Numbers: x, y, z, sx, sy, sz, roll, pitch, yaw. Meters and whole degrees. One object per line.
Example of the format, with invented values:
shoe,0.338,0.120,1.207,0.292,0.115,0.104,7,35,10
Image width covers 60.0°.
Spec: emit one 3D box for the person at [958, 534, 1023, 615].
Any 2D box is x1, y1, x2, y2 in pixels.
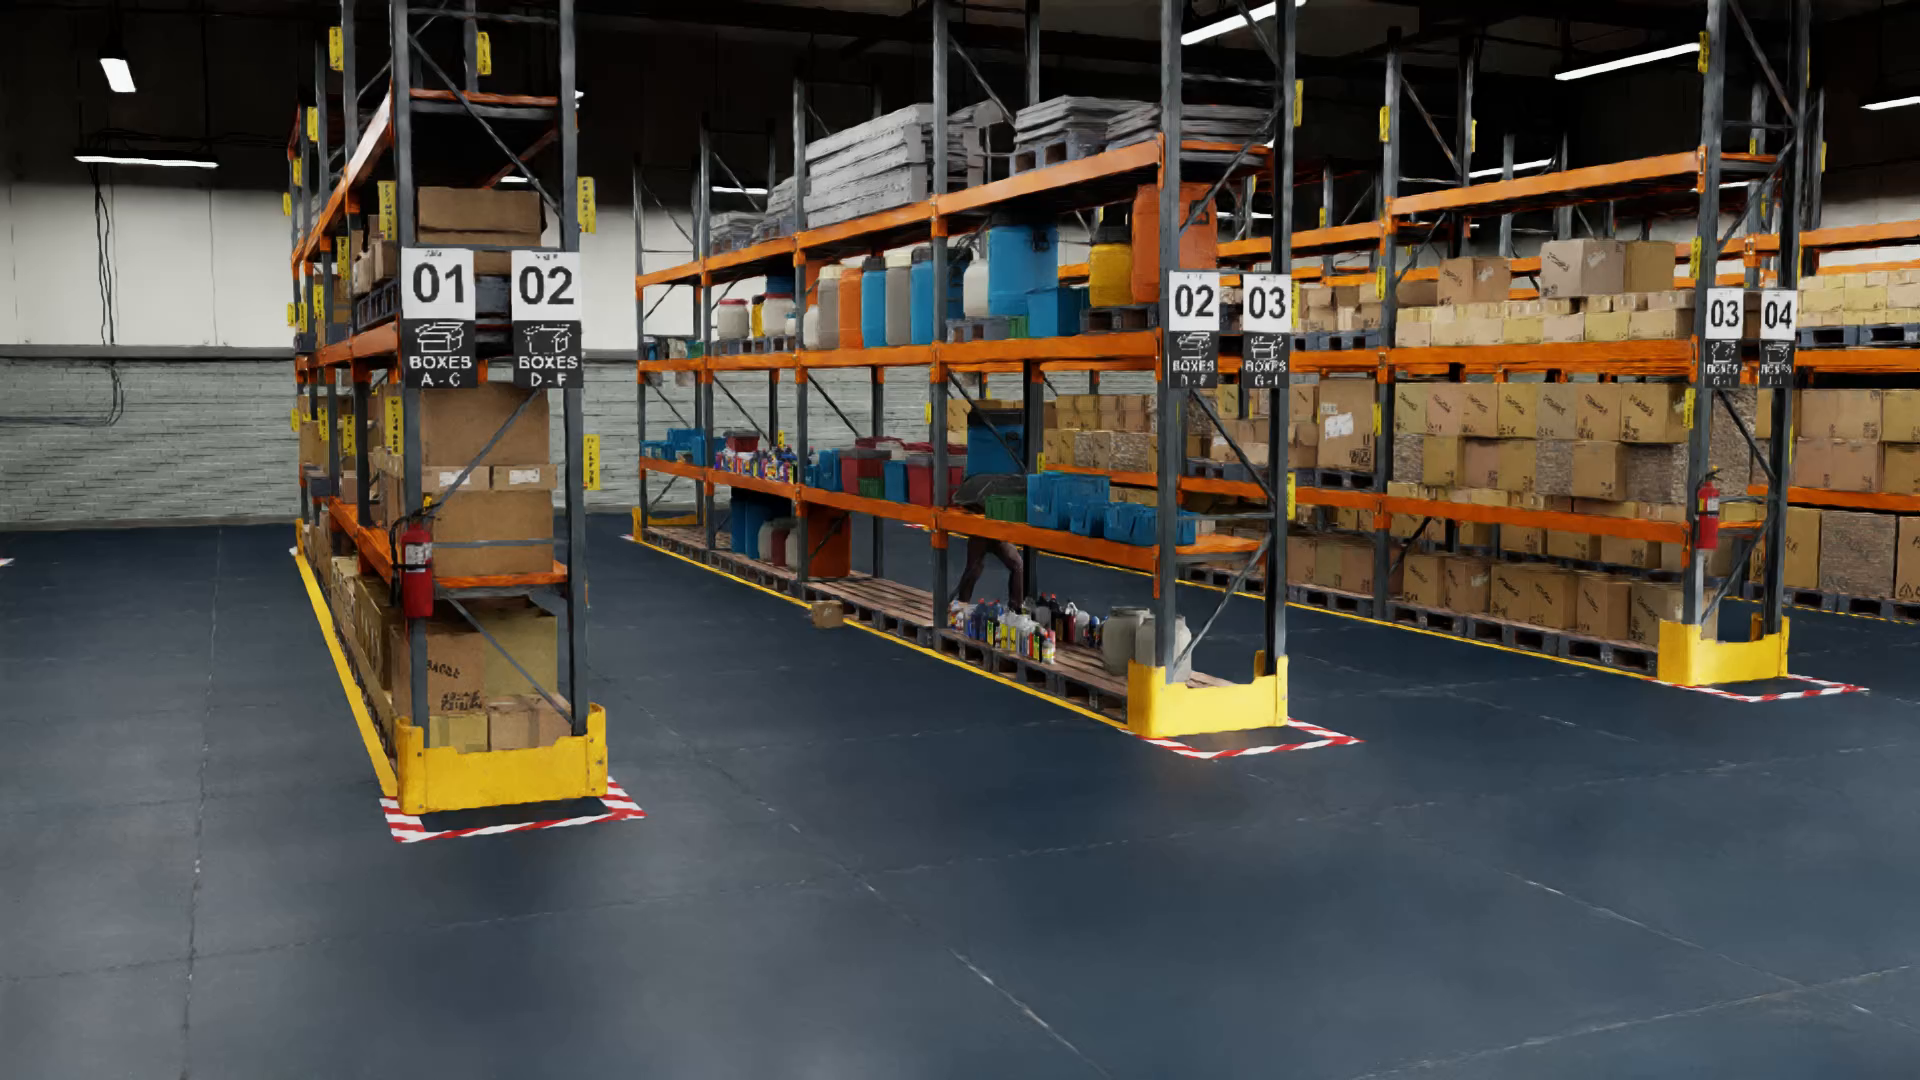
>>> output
person,0.332,-0.020,17.231,0.668,1.668,0.779,-5,7,-44
